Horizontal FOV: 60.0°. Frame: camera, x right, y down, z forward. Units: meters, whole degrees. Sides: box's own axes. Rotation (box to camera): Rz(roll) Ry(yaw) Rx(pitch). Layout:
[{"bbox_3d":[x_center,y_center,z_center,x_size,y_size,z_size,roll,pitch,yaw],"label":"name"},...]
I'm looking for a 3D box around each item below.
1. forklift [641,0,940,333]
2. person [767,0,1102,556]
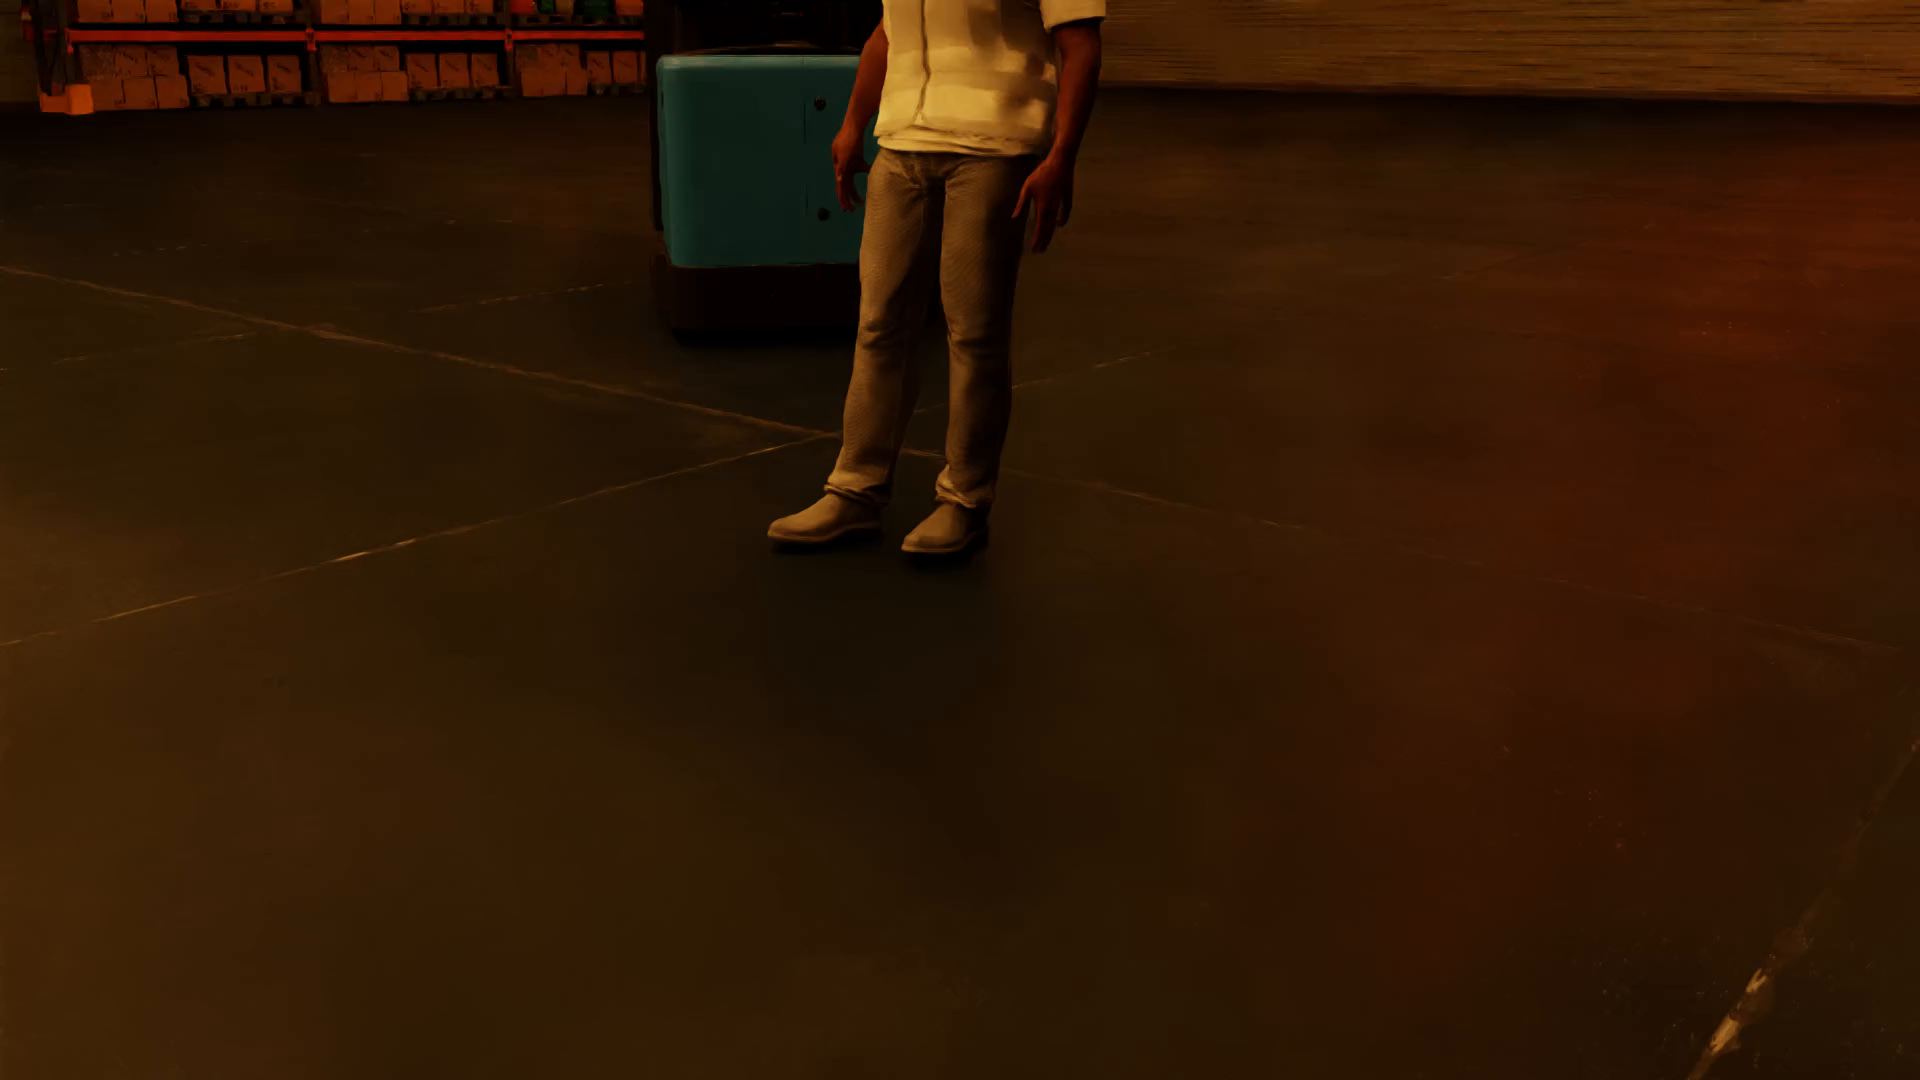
[{"bbox_3d":[-0.883,-2.588,7.419,1.130,2.935,3.031,-3,17,-11],"label":"forklift"},{"bbox_3d":[-0.049,-0.837,3.635,0.665,1.766,0.576,13,21,37],"label":"person"}]
